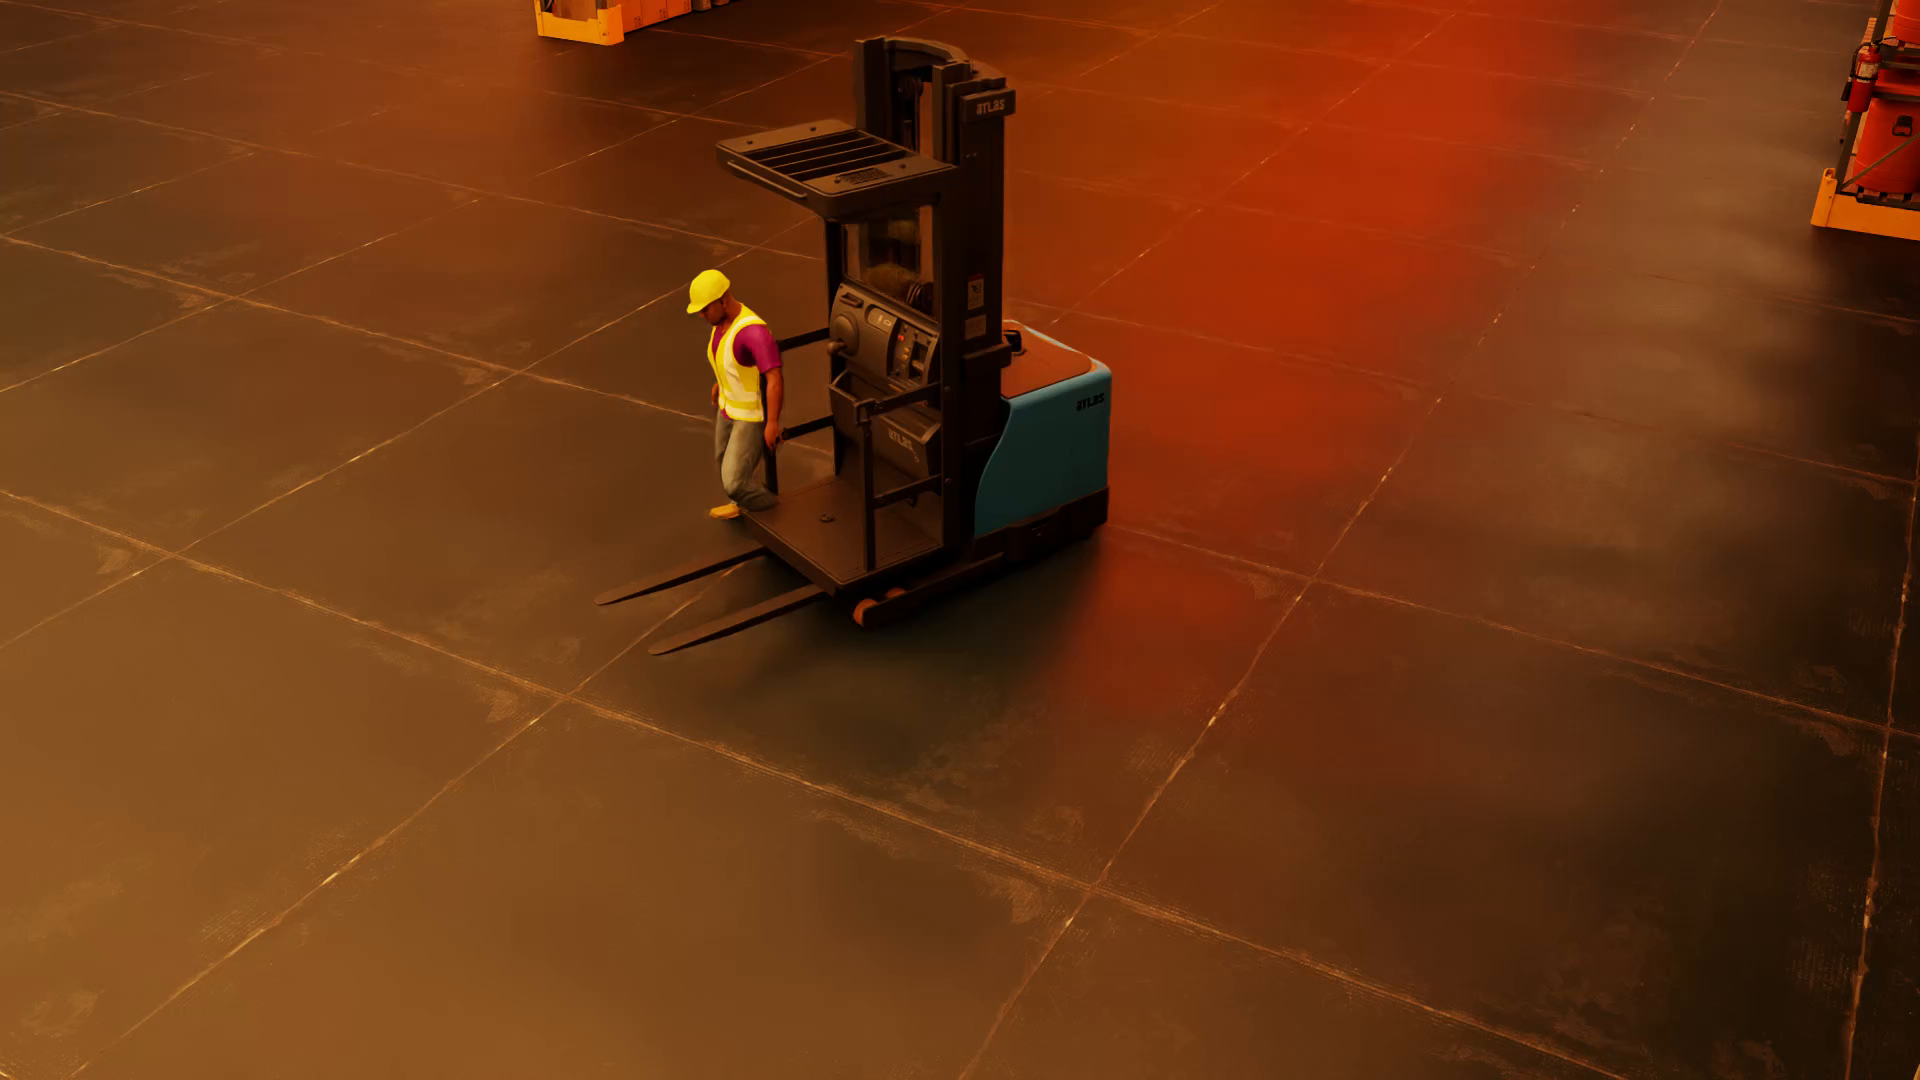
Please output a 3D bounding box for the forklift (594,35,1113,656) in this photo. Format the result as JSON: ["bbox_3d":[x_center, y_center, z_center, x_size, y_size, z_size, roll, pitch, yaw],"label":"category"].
[{"bbox_3d":[-0.580,-1.078,8.939,3.031,2.935,1.130,-21,36,-32],"label":"forklift"}]

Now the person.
[{"bbox_3d":[-1.283,-0.729,9.581,0.449,1.716,0.980,-16,34,-26],"label":"person"}]
